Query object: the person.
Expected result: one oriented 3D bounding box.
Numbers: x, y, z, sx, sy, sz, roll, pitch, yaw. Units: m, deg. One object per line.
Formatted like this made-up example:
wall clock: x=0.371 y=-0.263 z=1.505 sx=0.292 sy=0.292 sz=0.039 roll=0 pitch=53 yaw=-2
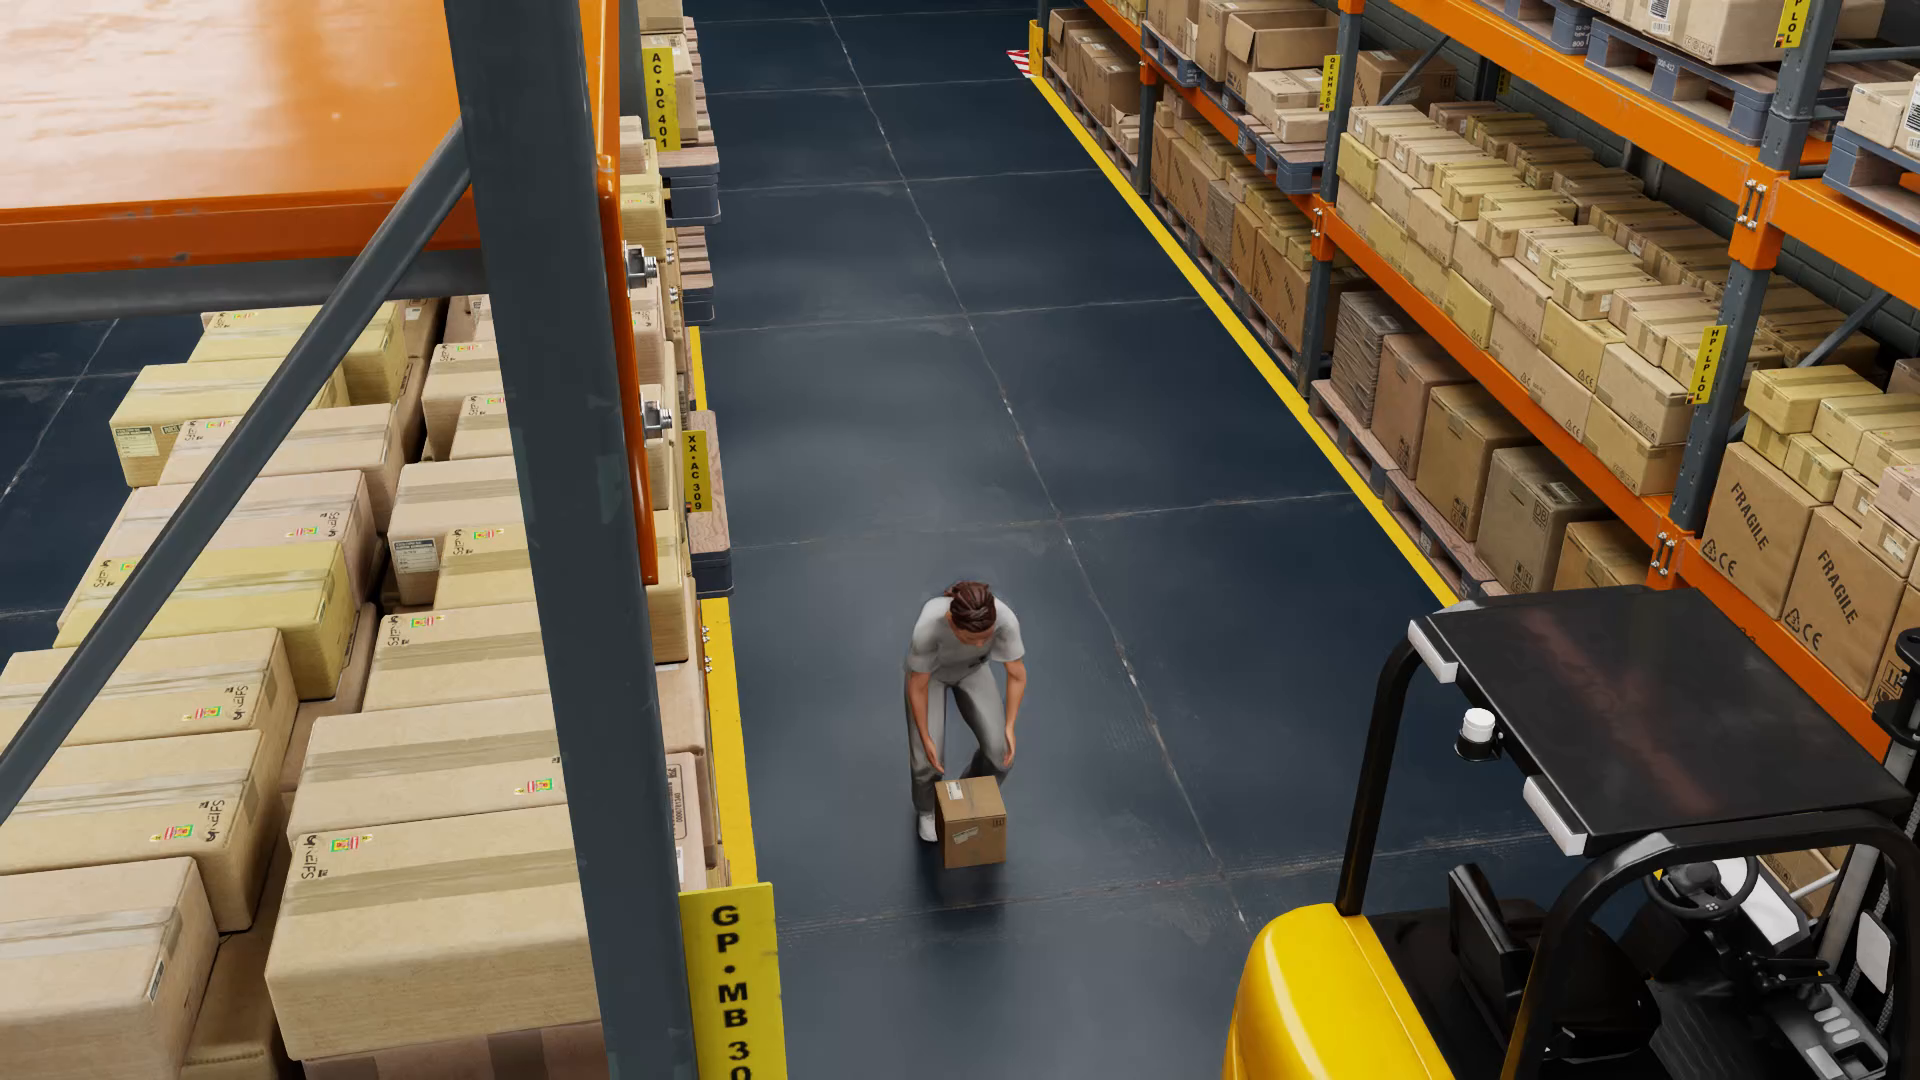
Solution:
person: x=0.013 y=0.650 z=6.881 sx=0.491 sy=1.335 sz=0.665 roll=-5 pitch=31 yaw=-9
